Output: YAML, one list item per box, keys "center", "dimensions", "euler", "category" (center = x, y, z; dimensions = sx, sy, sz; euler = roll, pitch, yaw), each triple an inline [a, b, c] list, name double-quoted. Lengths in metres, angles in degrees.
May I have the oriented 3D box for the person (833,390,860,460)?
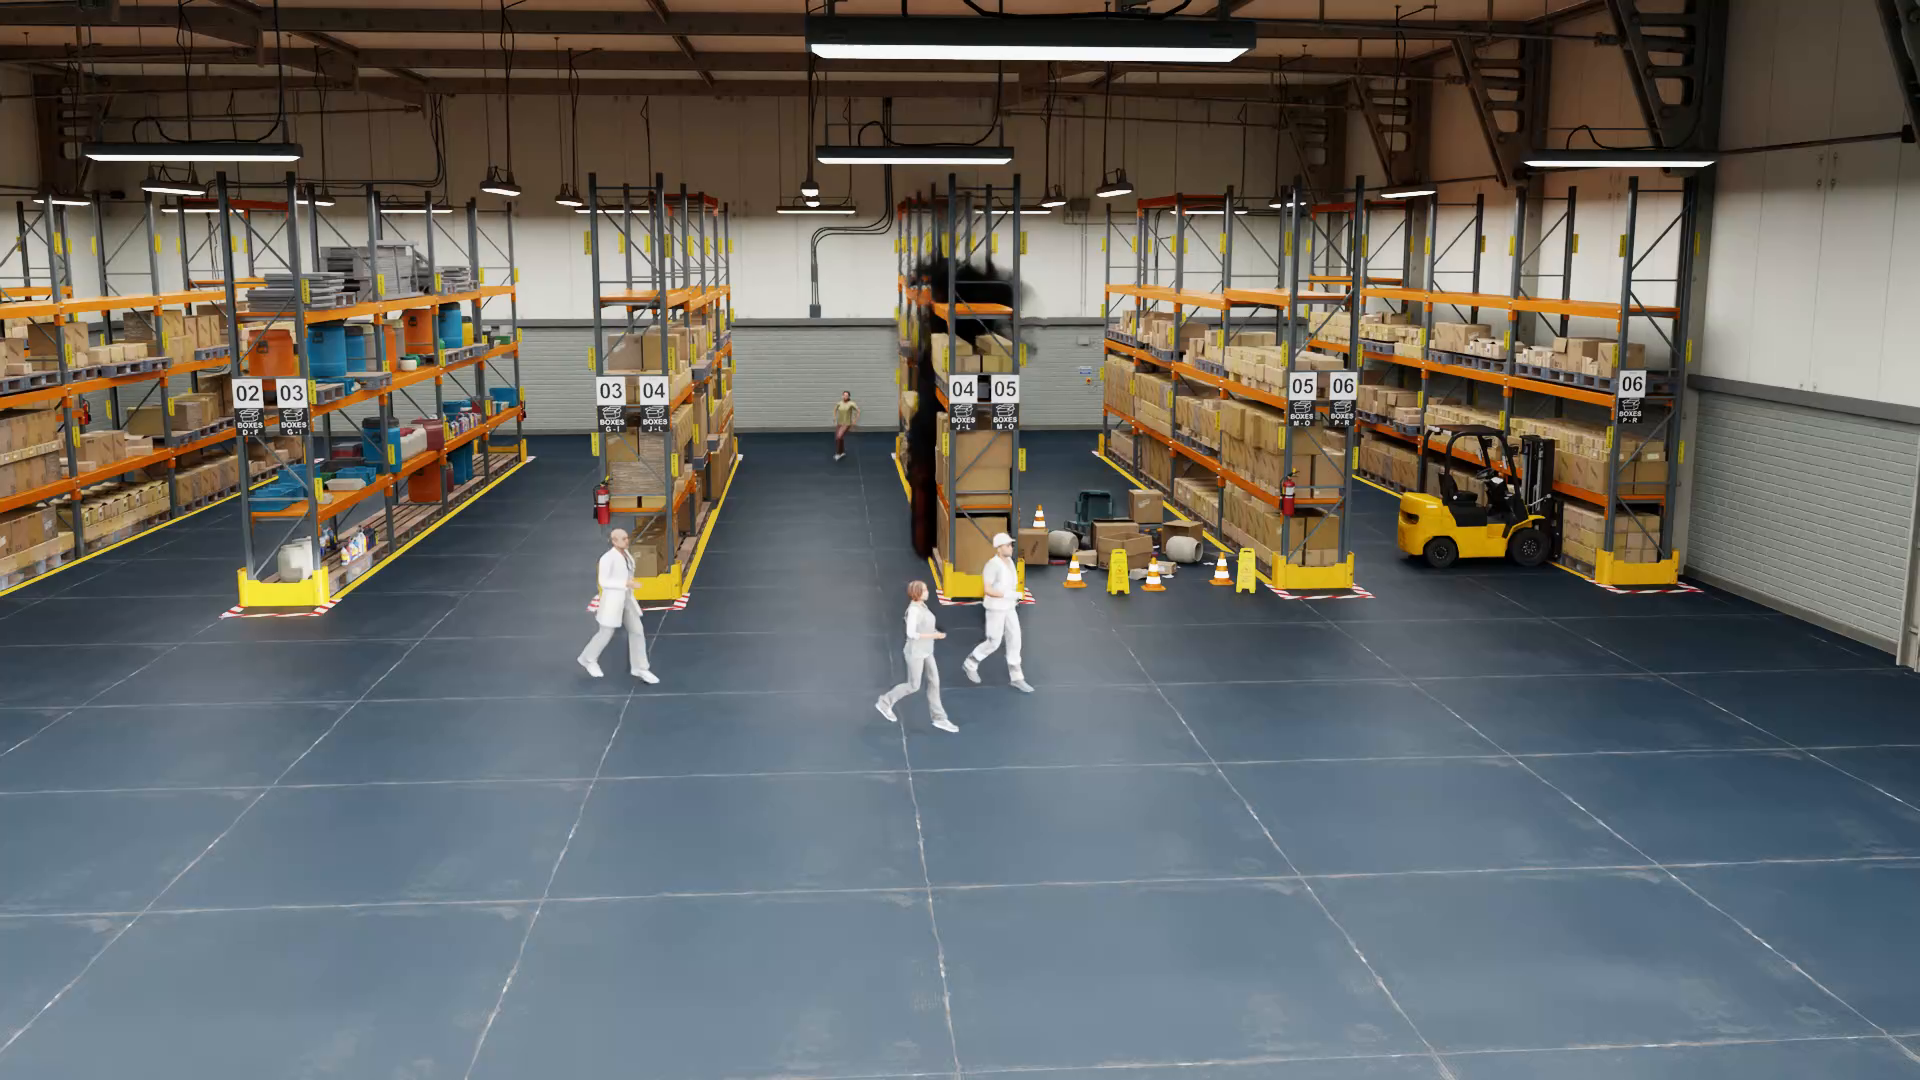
- center: [-2.739, -2.709, 39.418]
  dimensions: [0.646, 1.636, 0.666]
  euler: [5, 11, 27]
  category: "person"

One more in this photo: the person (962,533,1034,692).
- center: [0.445, 0.807, 18.942]
  dimensions: [0.883, 1.807, 0.682]
  euler: [6, 12, 31]
  category: "person"

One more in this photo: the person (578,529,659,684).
- center: [-3.999, 0.752, 19.250]
  dimensions: [1.016, 1.802, 0.660]
  euler: [5, 11, 28]
  category: "person"

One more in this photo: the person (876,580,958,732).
- center: [-0.449, 1.196, 17.249]
  dimensions: [0.879, 1.597, 0.540]
  euler: [3, 10, 16]
  category: "person"
